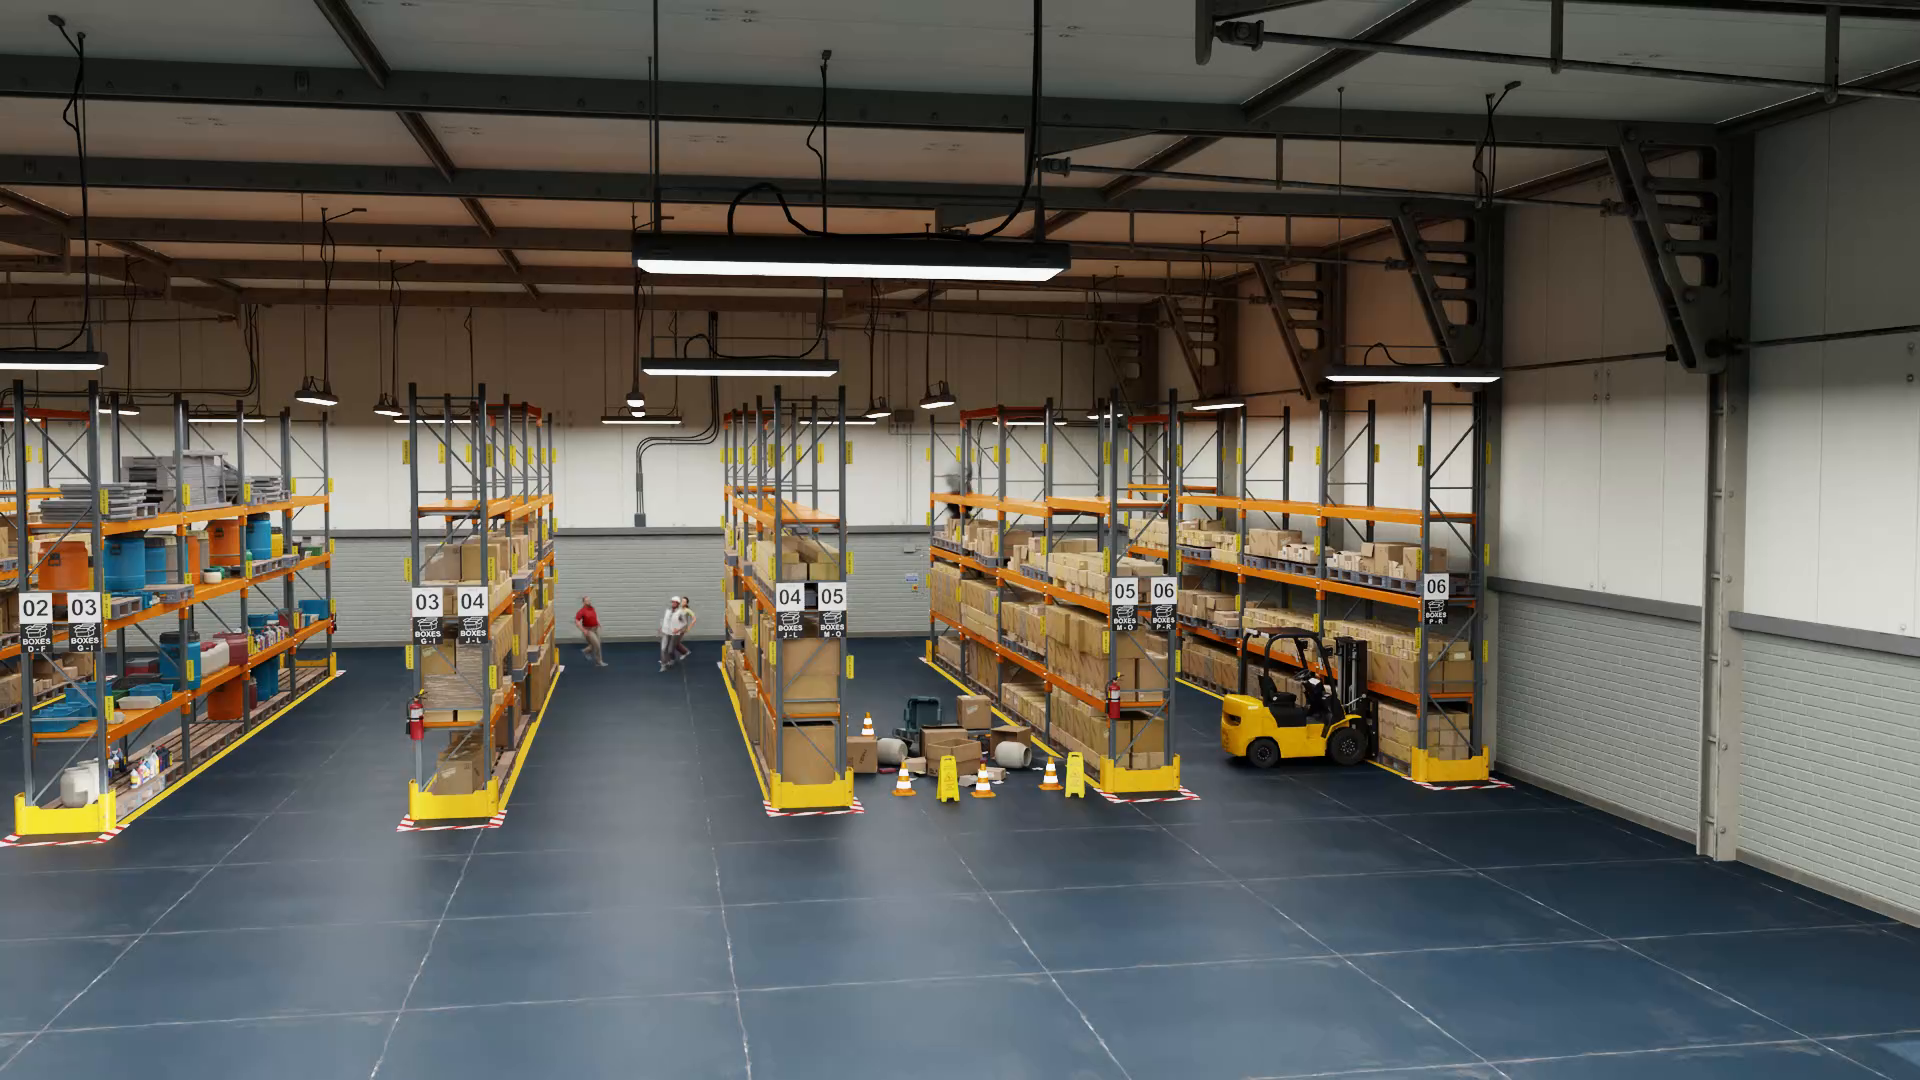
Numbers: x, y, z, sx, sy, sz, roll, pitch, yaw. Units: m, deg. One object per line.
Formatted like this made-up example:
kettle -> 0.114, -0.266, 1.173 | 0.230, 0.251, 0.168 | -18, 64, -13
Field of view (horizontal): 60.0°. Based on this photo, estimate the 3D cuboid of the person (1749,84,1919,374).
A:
person -> 6.139, -0.914, 27.469 | 2.818, 8.947, 27.134 | -1, 3, -16

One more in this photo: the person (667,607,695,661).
person -> -6.736, 2.259, 39.920 | 0.722, 1.304, 0.597 | -2, 4, -39

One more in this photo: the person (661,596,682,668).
person -> -6.693, 2.149, 38.696 | 0.465, 1.657, 0.609 | 1, 3, 13

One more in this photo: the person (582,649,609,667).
person -> -8.698, 2.774, 39.649 | 0.749, 0.444, 0.282 | 1, 3, 27
